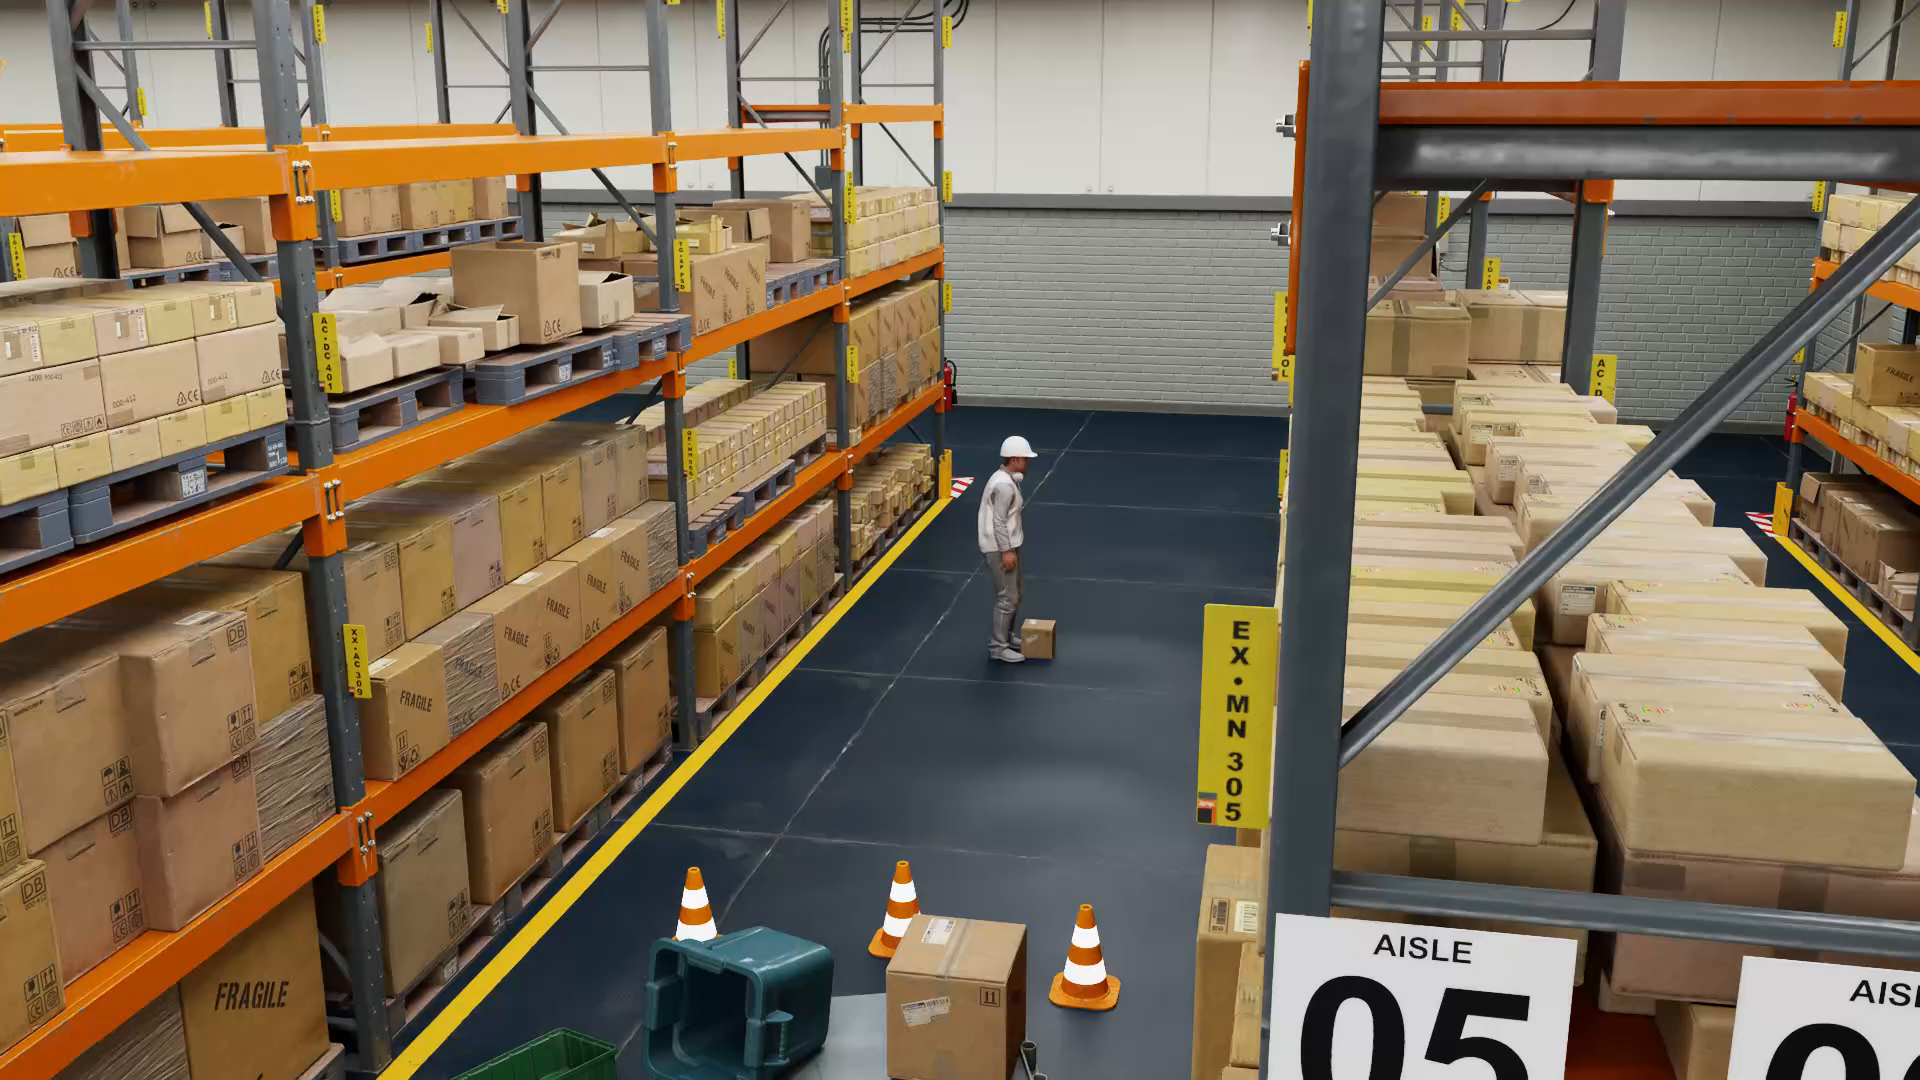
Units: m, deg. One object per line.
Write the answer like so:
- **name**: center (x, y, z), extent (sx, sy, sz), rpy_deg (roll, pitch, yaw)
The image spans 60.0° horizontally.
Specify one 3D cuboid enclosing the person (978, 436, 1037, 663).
- **person**: center (0.376, 0.051, 13.267), extent (0.465, 1.767, 0.589), rpy_deg (2, 15, 8)
